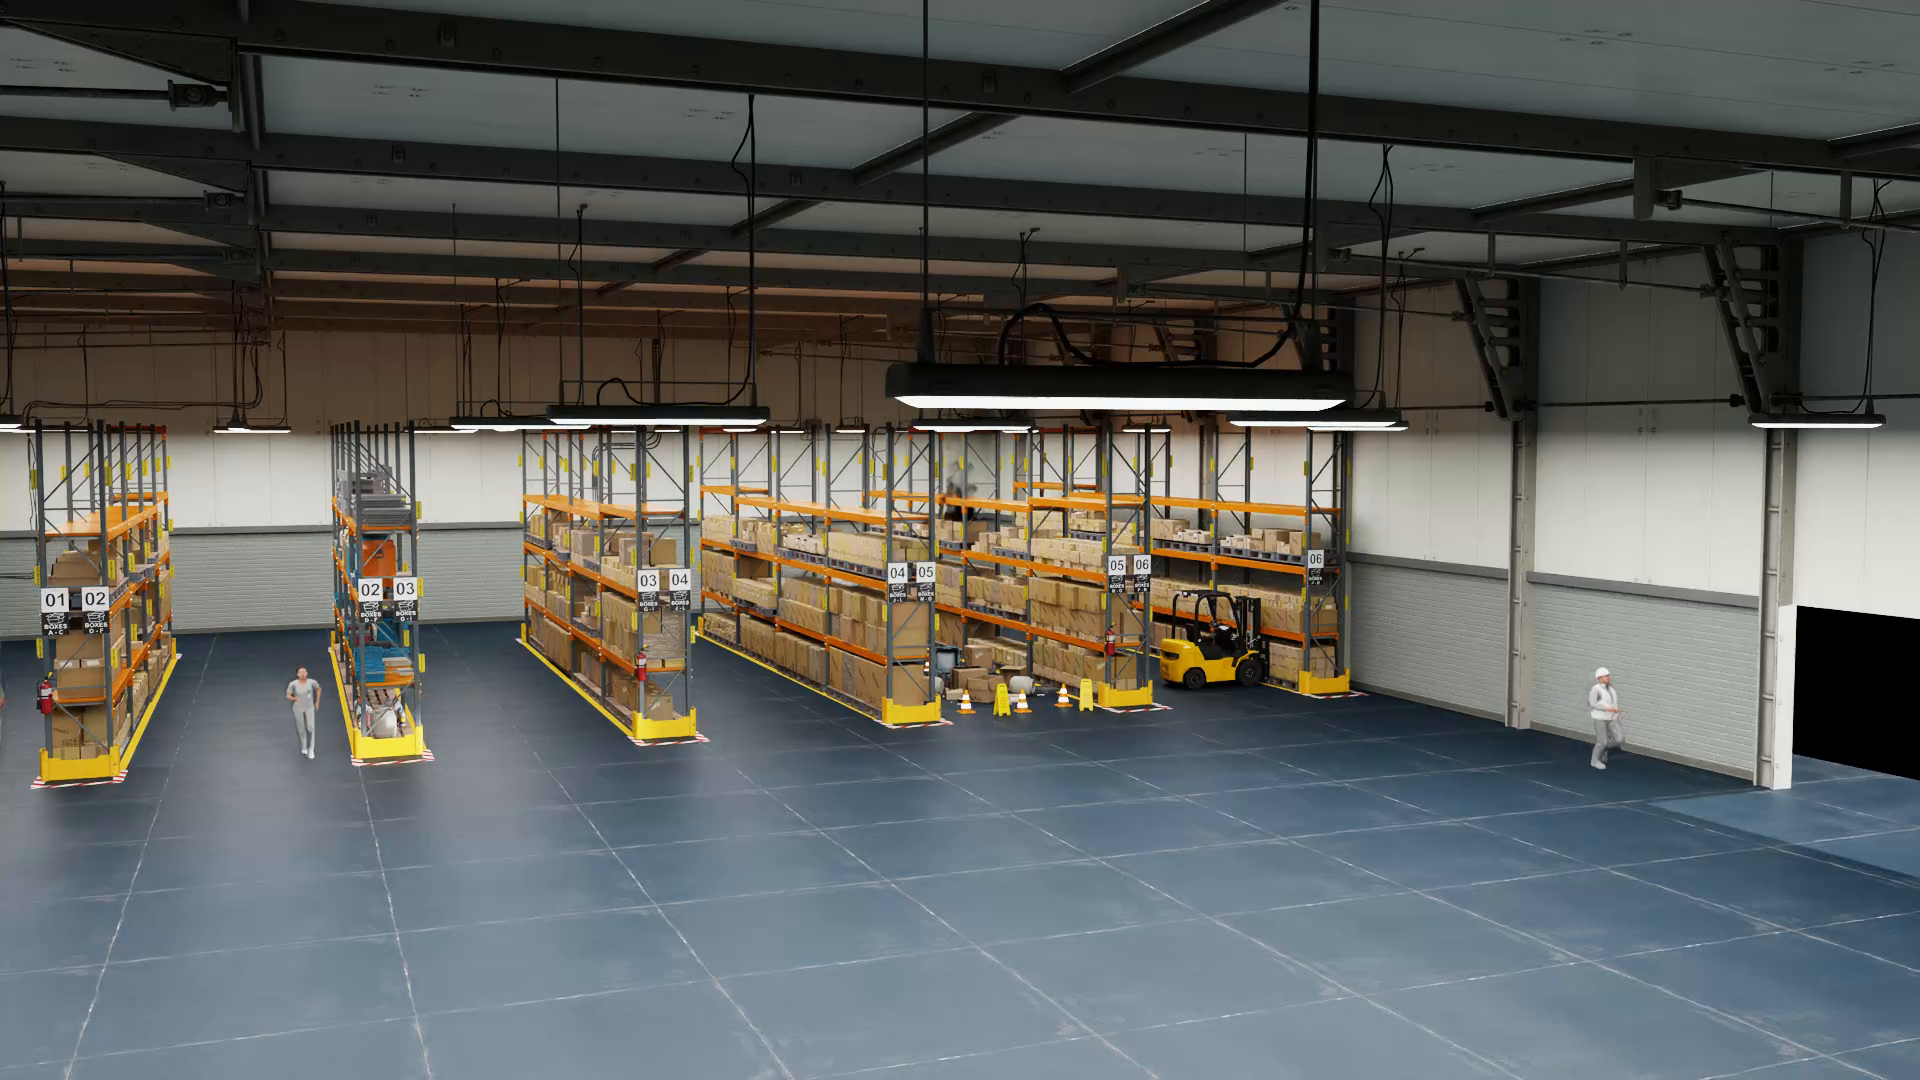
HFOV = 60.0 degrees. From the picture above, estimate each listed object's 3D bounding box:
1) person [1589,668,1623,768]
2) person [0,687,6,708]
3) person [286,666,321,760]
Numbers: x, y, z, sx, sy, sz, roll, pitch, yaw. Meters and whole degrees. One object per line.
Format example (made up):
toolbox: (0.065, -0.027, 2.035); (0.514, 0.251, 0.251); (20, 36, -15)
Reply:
person: (11.115, 3.064, 28.556); (0.645, 1.732, 0.592); (-2, 4, -26)
person: (-16.582, 3.060, 28.272); (0.641, 1.775, 0.689); (-2, 4, -33)
person: (-11.658, 3.055, 29.554); (0.582, 1.675, 0.765); (-1, 4, -21)
